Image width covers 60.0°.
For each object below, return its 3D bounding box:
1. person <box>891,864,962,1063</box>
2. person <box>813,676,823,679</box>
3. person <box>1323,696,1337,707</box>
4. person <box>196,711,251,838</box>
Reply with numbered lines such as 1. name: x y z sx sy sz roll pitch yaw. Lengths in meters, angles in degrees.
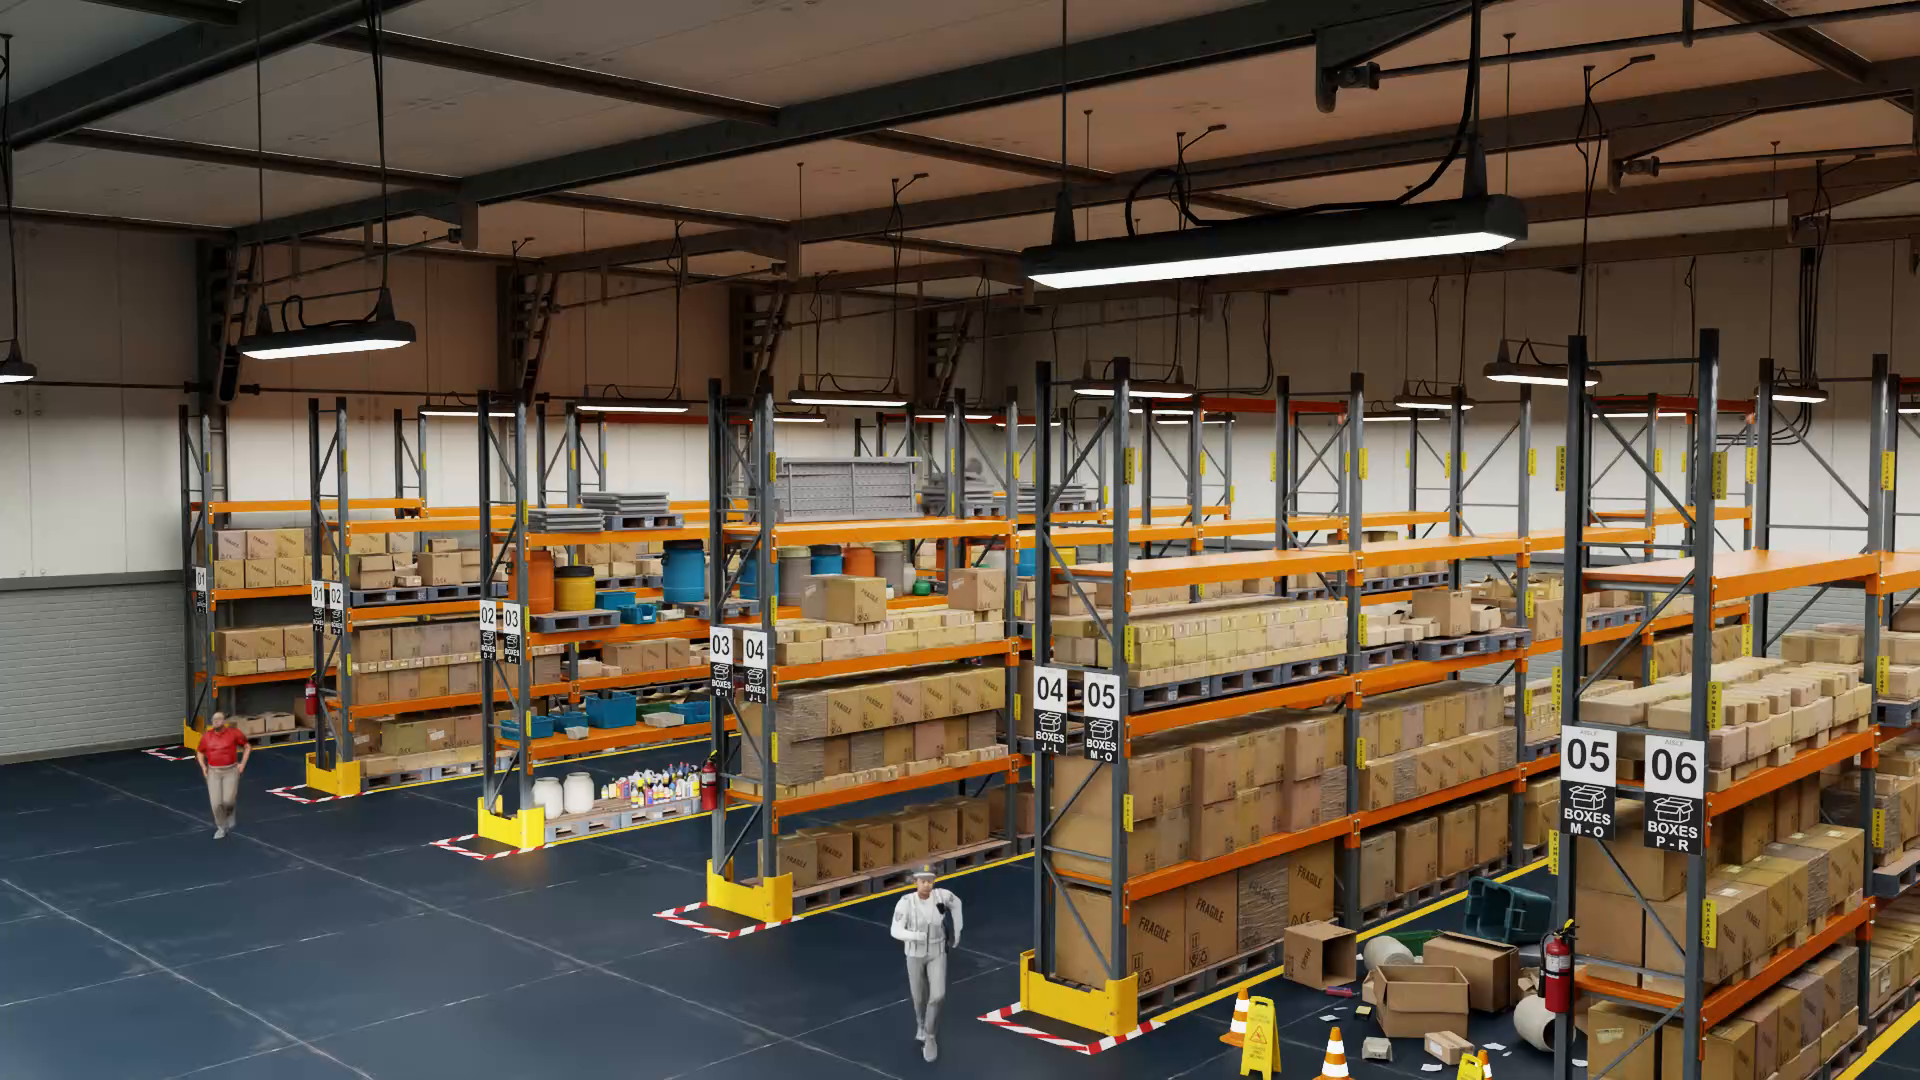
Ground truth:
1. person: -0.279 3.571 14.244 0.640 1.694 0.801 0 3 -7
2. person: -2.437 2.859 28.553 0.585 1.674 0.762 3 4 45
3. person: 5.492 3.088 24.674 0.534 1.553 0.557 2 4 38
4. person: -9.921 3.150 22.367 0.668 1.692 0.542 -1 3 -12
